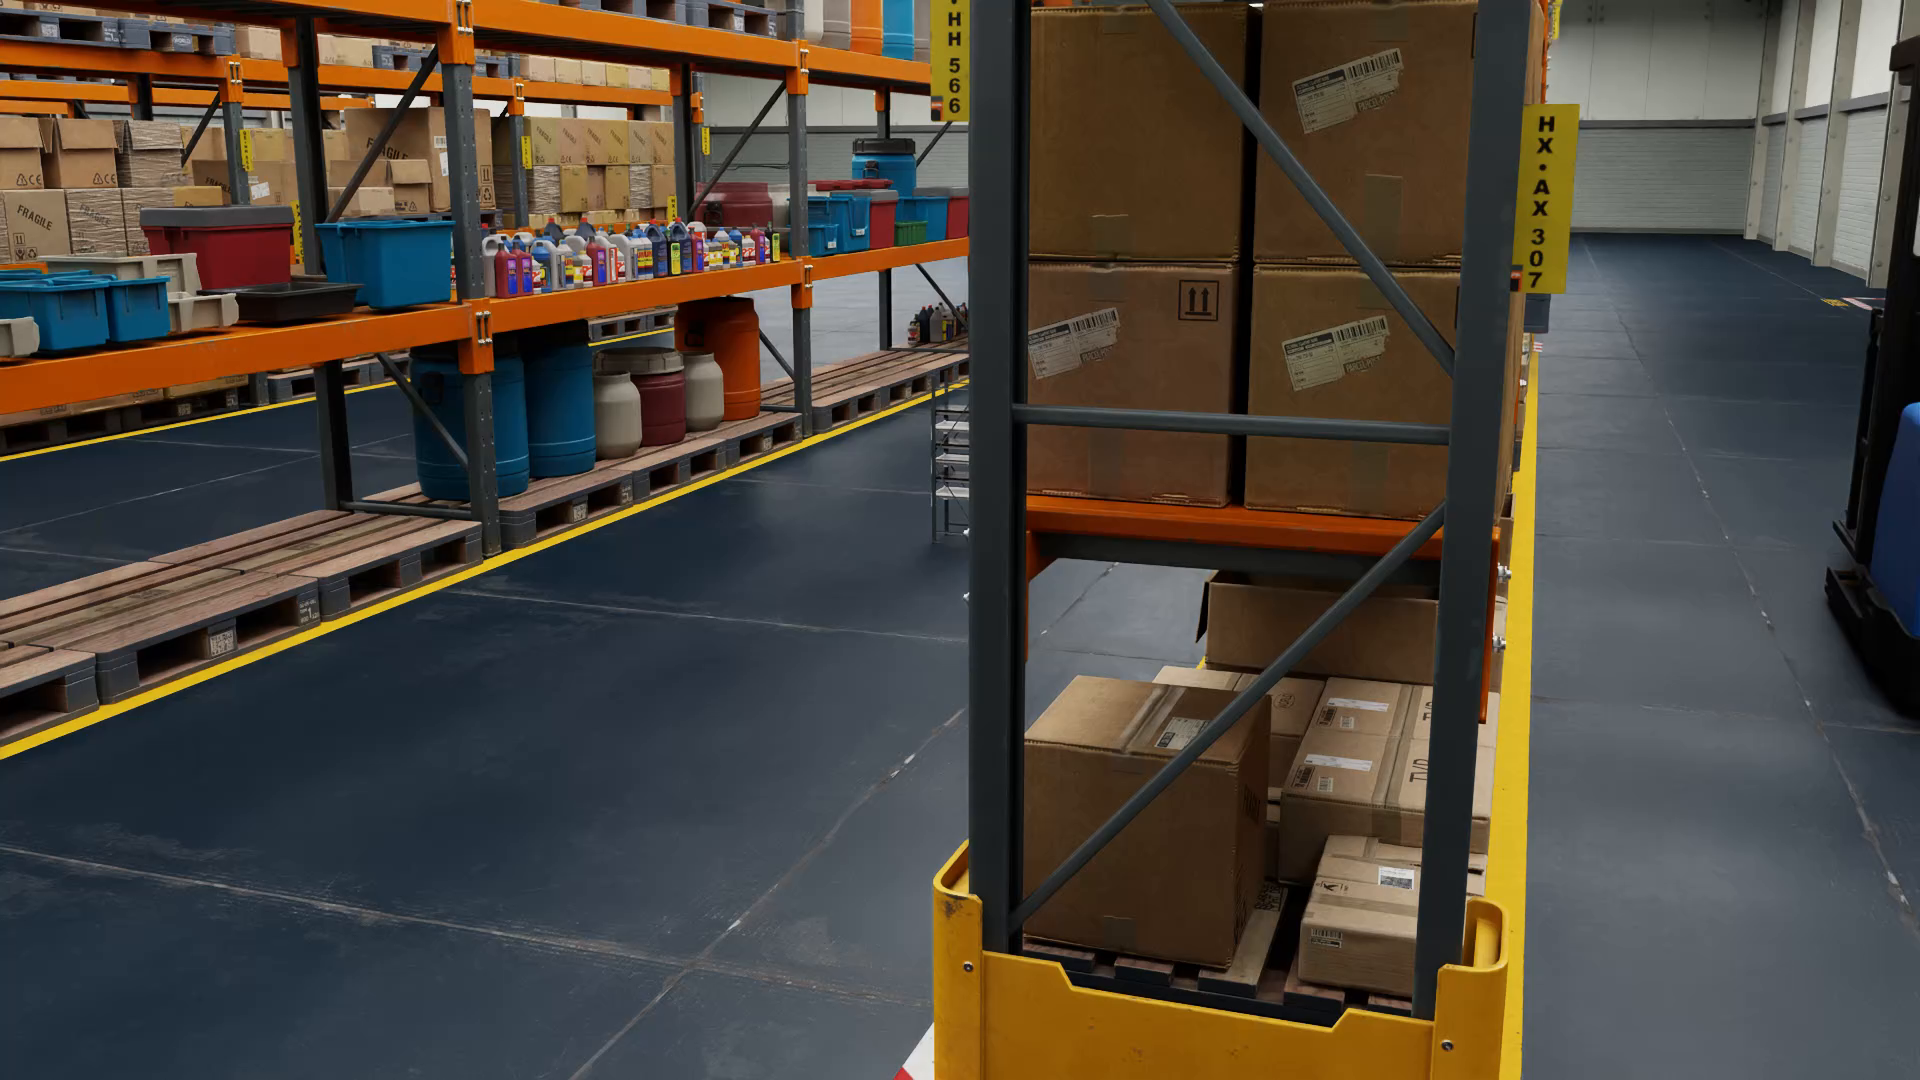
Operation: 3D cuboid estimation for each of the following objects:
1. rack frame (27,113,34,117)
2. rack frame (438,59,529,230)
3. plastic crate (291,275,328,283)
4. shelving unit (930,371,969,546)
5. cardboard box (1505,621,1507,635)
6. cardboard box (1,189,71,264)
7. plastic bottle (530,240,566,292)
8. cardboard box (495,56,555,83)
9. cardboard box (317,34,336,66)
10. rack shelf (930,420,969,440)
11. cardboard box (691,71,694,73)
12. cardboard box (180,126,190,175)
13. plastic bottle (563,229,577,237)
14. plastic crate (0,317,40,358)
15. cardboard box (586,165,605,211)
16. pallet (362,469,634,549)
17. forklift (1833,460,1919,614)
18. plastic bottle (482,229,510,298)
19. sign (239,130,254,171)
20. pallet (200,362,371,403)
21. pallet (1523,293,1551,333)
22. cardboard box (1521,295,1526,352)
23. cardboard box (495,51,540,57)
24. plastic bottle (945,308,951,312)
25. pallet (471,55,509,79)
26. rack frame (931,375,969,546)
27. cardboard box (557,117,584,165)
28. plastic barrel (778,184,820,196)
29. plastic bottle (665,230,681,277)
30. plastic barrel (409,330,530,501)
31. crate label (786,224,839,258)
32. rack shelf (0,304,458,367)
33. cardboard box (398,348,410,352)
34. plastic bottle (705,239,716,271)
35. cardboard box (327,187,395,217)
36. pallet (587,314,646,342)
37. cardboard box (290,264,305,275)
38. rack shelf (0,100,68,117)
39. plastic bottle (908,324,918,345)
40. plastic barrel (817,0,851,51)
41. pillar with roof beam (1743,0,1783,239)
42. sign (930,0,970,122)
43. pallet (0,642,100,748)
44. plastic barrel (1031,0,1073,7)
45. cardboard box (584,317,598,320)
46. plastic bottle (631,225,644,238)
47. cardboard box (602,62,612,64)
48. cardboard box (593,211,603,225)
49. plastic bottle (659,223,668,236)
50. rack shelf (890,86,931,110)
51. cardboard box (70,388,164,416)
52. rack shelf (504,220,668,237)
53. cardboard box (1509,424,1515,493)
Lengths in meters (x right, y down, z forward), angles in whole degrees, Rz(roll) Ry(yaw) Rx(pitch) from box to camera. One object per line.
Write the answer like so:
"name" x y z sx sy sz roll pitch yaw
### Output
"rack frame" -13.063 -5.011 24.203 1.000 3.000 0.127 4 14 18
"rack frame" -4.980 -3.456 17.387 1.000 3.000 0.127 4 14 18
"plastic crate" -3.168 -1.228 8.083 0.396 0.136 0.243 4 14 18
"shelving unit" -0.003 -0.437 8.880 0.258 0.900 0.210 4 14 18
"cardboard box" 1.823 0.342 6.167 0.380 0.149 0.250 4 14 18
"cardboard box" -6.697 -2.219 11.745 0.500 0.500 0.500 5 14 19
"plastic bottle" -2.253 -1.501 9.103 0.152 0.276 0.135 4 14 18
"cardboard box" -4.592 -4.921 17.404 0.500 0.250 0.500 4 13 16
"cardboard box" -5.715 -4.191 14.206 0.500 0.250 0.500 5 14 20
"rack shelf" -0.003 -0.580 8.848 0.258 0.077 0.200 4 14 18
"cardboard box" -3.480 -5.800 20.361 0.380 0.149 0.250 4 14 18
"cardboard box" -9.489 -4.509 19.237 0.875 0.550 0.550 4 14 18
"plastic bottle" -2.482 -1.836 10.572 0.152 0.276 0.135 4 14 18
"plastic crate" -3.383 -0.706 5.797 0.250 0.136 0.298 4 14 18
"cardboard box" -4.514 -3.955 18.681 0.875 0.500 0.500 4 14 18
"pallet" -2.593 -0.215 9.453 1.003 0.211 1.213 4 14 18
"forklift" 5.926 -1.240 7.835 3.258 2.935 5.769 5 14 20
"plastic bottle" -2.448 -1.450 8.710 0.144 0.351 0.185 4 14 18
"sign" -5.748 -3.139 13.396 0.100 0.325 0.005 4 14 18
"pallet" -6.020 -1.418 14.728 1.003 0.211 1.213 4 14 18
"pallet" 2.165 -1.124 7.603 1.003 0.211 1.213 4 14 18
"cardboard box" 1.719 -0.874 5.849 0.500 0.500 0.500 5 14 20
"cardboard box" -4.583 -5.085 17.228 0.380 0.149 0.250 4 13 17
"plastic bottle" -0.135 -2.284 17.387 0.152 0.276 0.135 5 14 19
"pallet" -5.281 -4.704 16.538 1.213 0.211 1.003 4 14 18
"rack frame" -0.036 -0.416 8.787 0.240 0.900 0.006 4 14 18
"cardboard box" -4.434 -4.319 18.028 0.500 0.500 0.500 4 14 18
"plastic barrel" -1.321 -2.632 13.527 0.421 0.512 0.421 0 13 0
"plastic bottle" -1.788 -1.776 10.292 0.061 0.283 0.133 4 14 18
"plastic barrel" -2.690 -0.710 9.128 0.600 0.901 0.708 4 14 18
"crate label" -1.097 -2.237 12.423 0.303 0.233 0.416 4 14 18
"rack shelf" -3.529 -0.738 6.658 0.919 0.124 3.809 4 14 18
"cardboard box" -5.552 -2.107 16.106 0.700 0.500 0.500 3 13 14
"plastic bottle" -1.633 -1.849 10.796 0.097 0.201 0.097 0 13 0
"cardboard box" -5.514 -3.081 15.140 0.500 0.250 0.500 4 13 17
"pallet" -4.403 -2.498 19.457 1.003 0.211 1.213 4 14 18
"cardboard box" -8.786 -3.512 21.465 0.875 0.875 0.875 4 13 18
"rack shelf" -13.710 -5.702 22.104 1.077 0.370 4.000 4 14 18
"plastic bottle" -0.471 -2.048 16.520 0.097 0.201 0.097 0 13 0
"plastic barrel" -1.117 -4.121 12.434 0.600 0.901 0.600 0 13 0
"pillar with roof beam" 16.600 -12.569 43.836 9.100 9.000 0.400 4 14 18
"sign" -0.009 -0.978 3.218 0.100 0.325 0.005 4 14 18
"pallet" -3.873 0.616 5.813 1.003 0.211 1.213 4 14 18
"plastic barrel" 0.964 -5.706 18.598 0.600 0.830 0.708 4 14 18
"cardboard box" -4.508 -2.780 19.103 0.500 0.500 0.500 3 13 13
"plastic bottle" -2.189 -2.002 11.307 0.097 0.271 0.097 0 13 0
"cardboard box" -4.146 -5.419 18.691 0.380 0.149 0.250 5 14 20
"cardboard box" -4.245 -3.622 18.679 0.380 0.149 0.250 4 14 18
"plastic bottle" -2.097 -2.104 11.753 0.097 0.271 0.097 0 13 0
"rack shelf" 0.354 -4.632 17.416 1.077 0.370 4.000 4 14 18
"cardboard box" -6.813 -1.451 12.437 1.225 0.875 0.875 4 14 19
"rack shelf" -4.333 -3.526 19.312 1.077 0.370 4.000 4 14 18
"cardboard box" 2.686 -0.461 8.898 0.500 0.500 0.500 4 13 16
